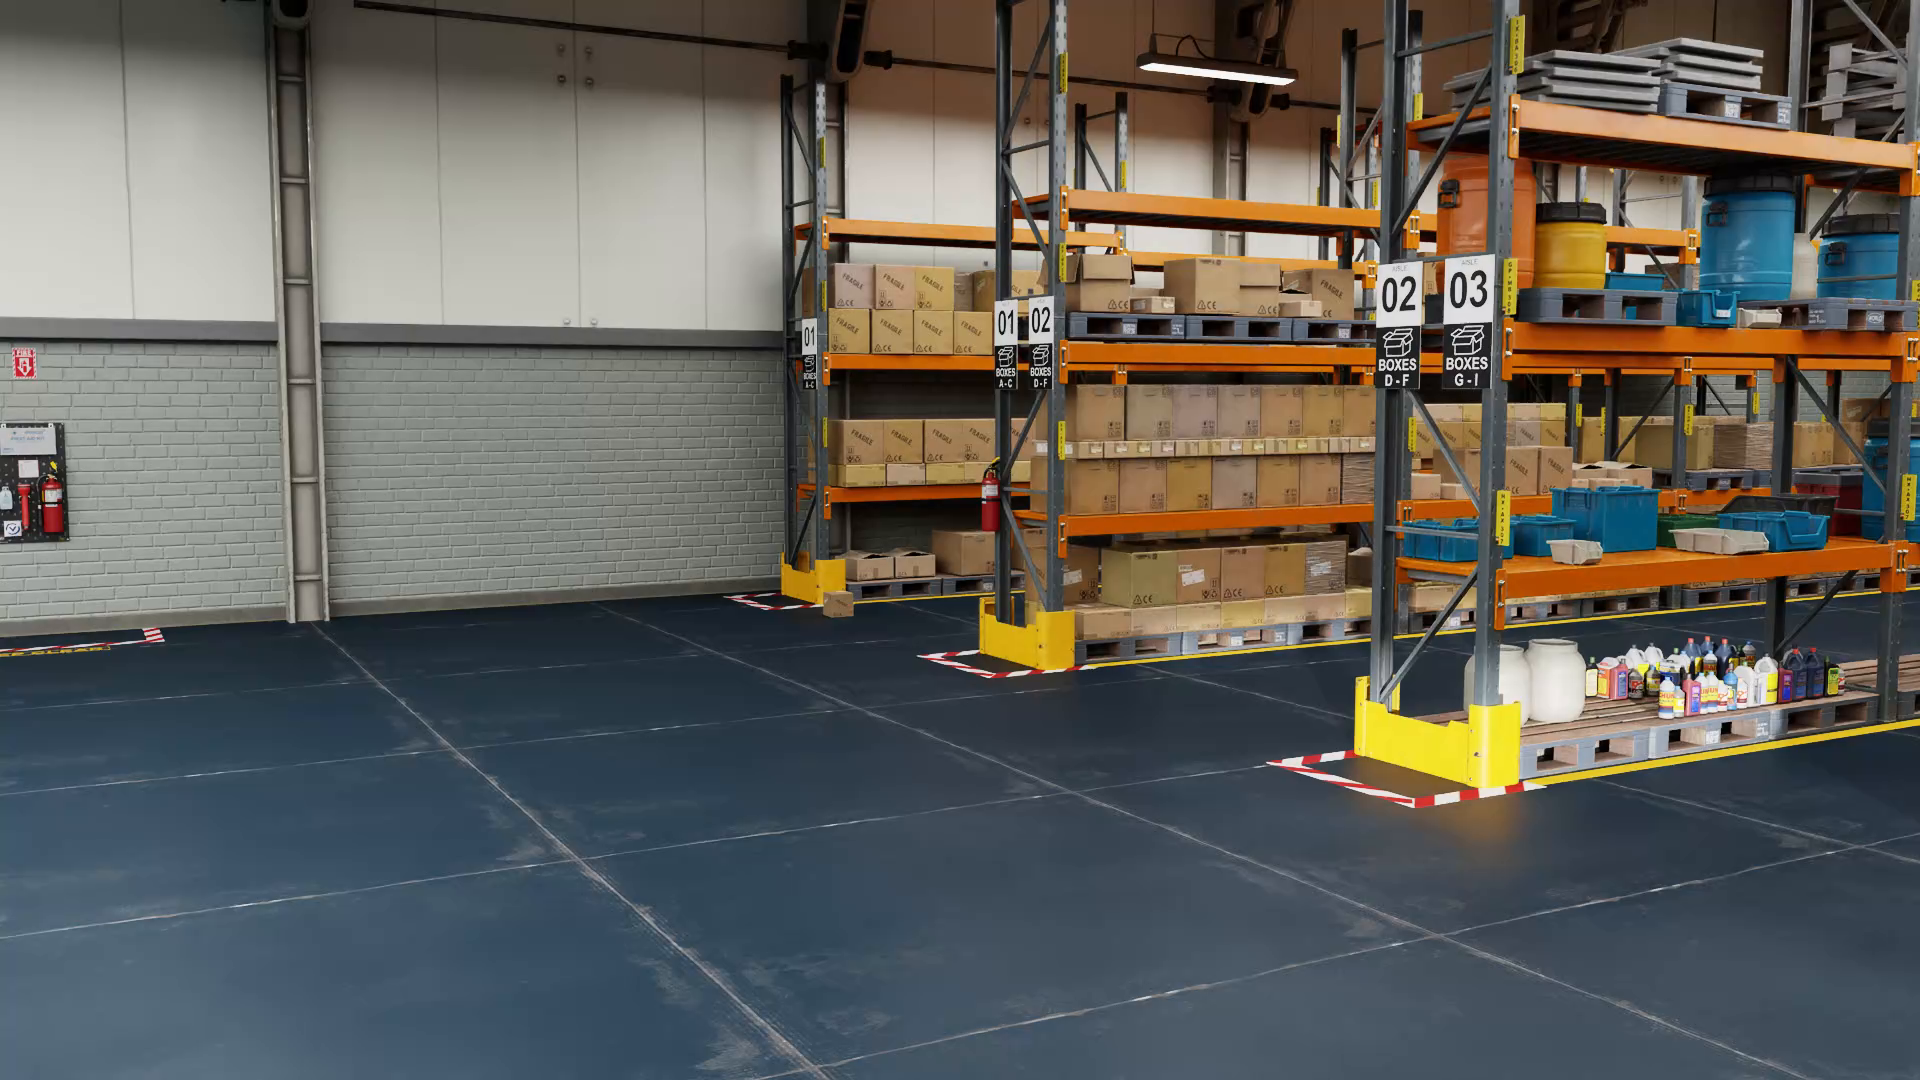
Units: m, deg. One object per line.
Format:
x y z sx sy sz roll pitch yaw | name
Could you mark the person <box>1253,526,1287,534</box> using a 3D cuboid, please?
3.439 -0.051 18.328 0.419 1.744 0.496 -1 5 -7 | person
